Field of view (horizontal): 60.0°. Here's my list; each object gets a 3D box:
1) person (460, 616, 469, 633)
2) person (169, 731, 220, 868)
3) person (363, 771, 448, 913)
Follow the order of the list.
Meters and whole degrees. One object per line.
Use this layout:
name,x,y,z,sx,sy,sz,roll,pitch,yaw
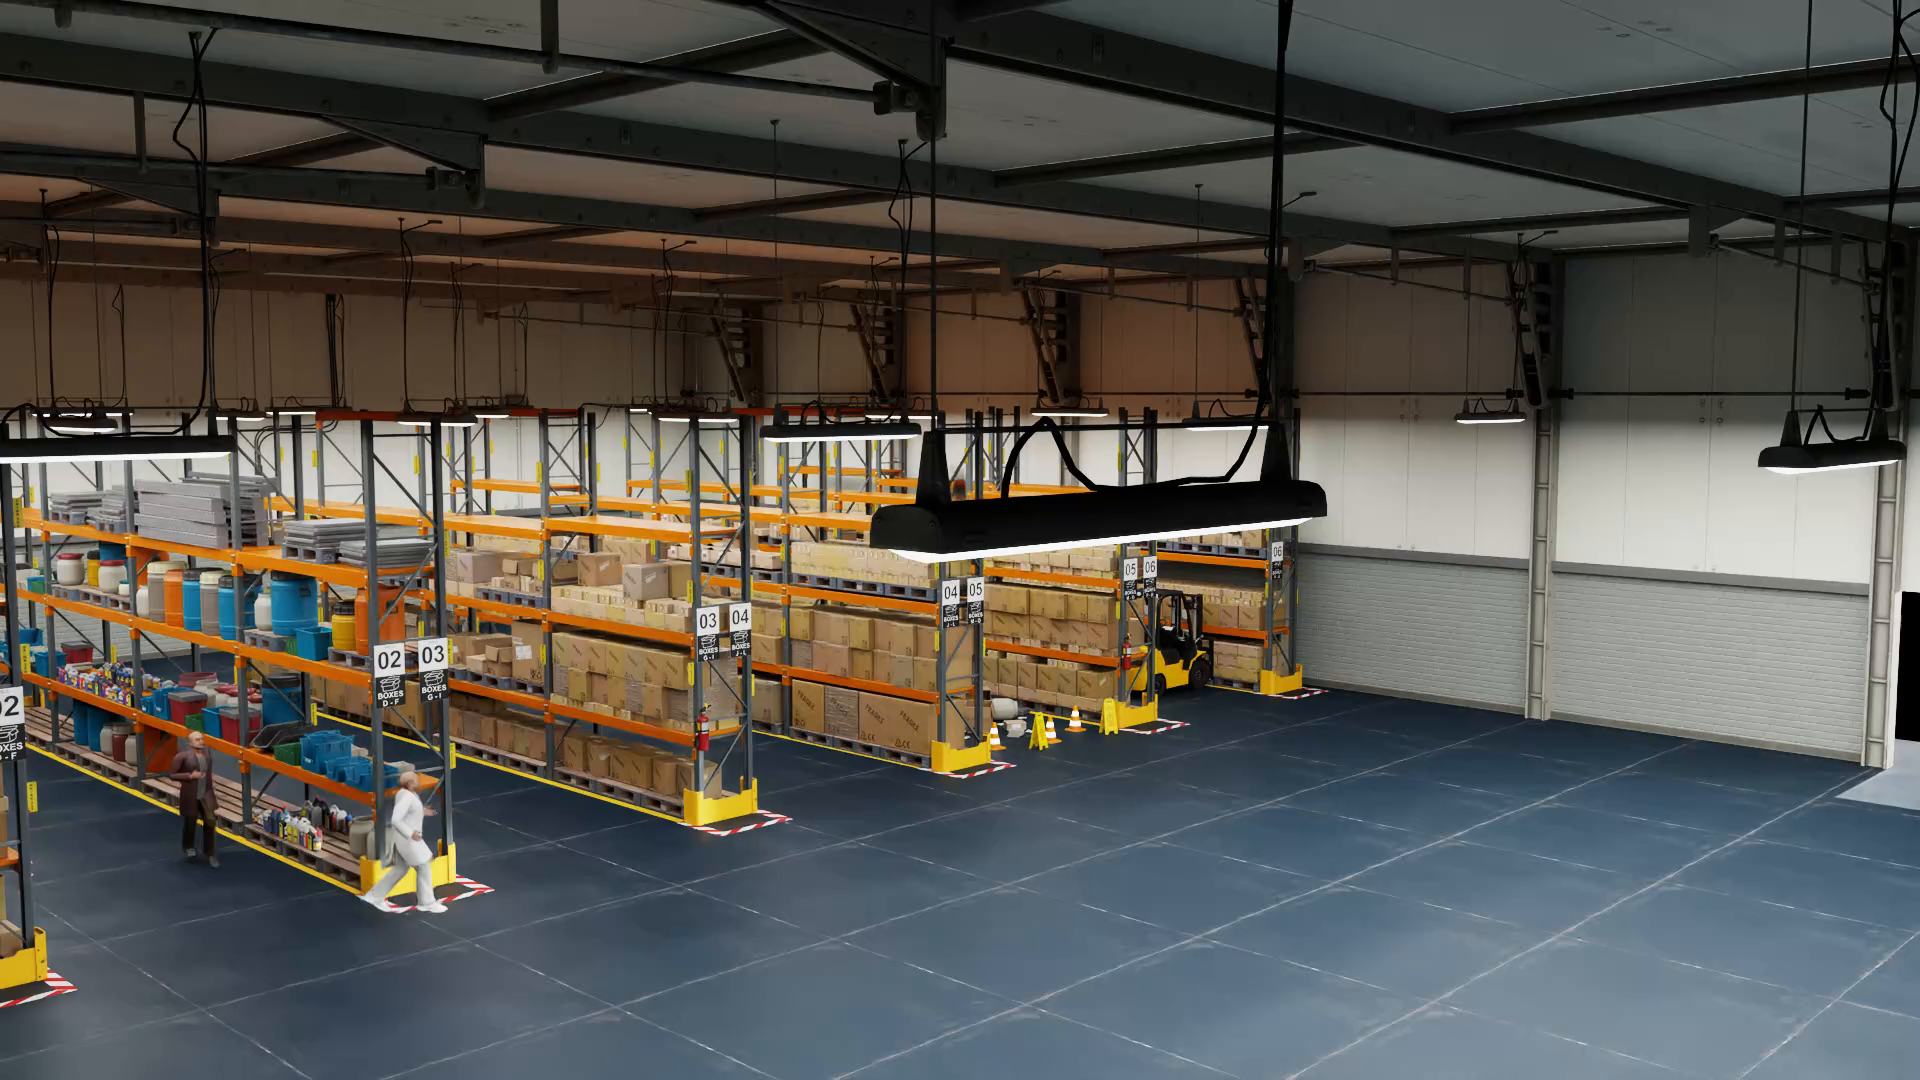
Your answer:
person,-11.922,1.937,40.472,0.488,1.637,0.681,-2,5,-18
person,-10.287,3.481,22.321,0.861,1.855,0.668,5,7,42
person,-6.646,3.670,20.016,0.922,1.802,0.717,-3,6,-30
